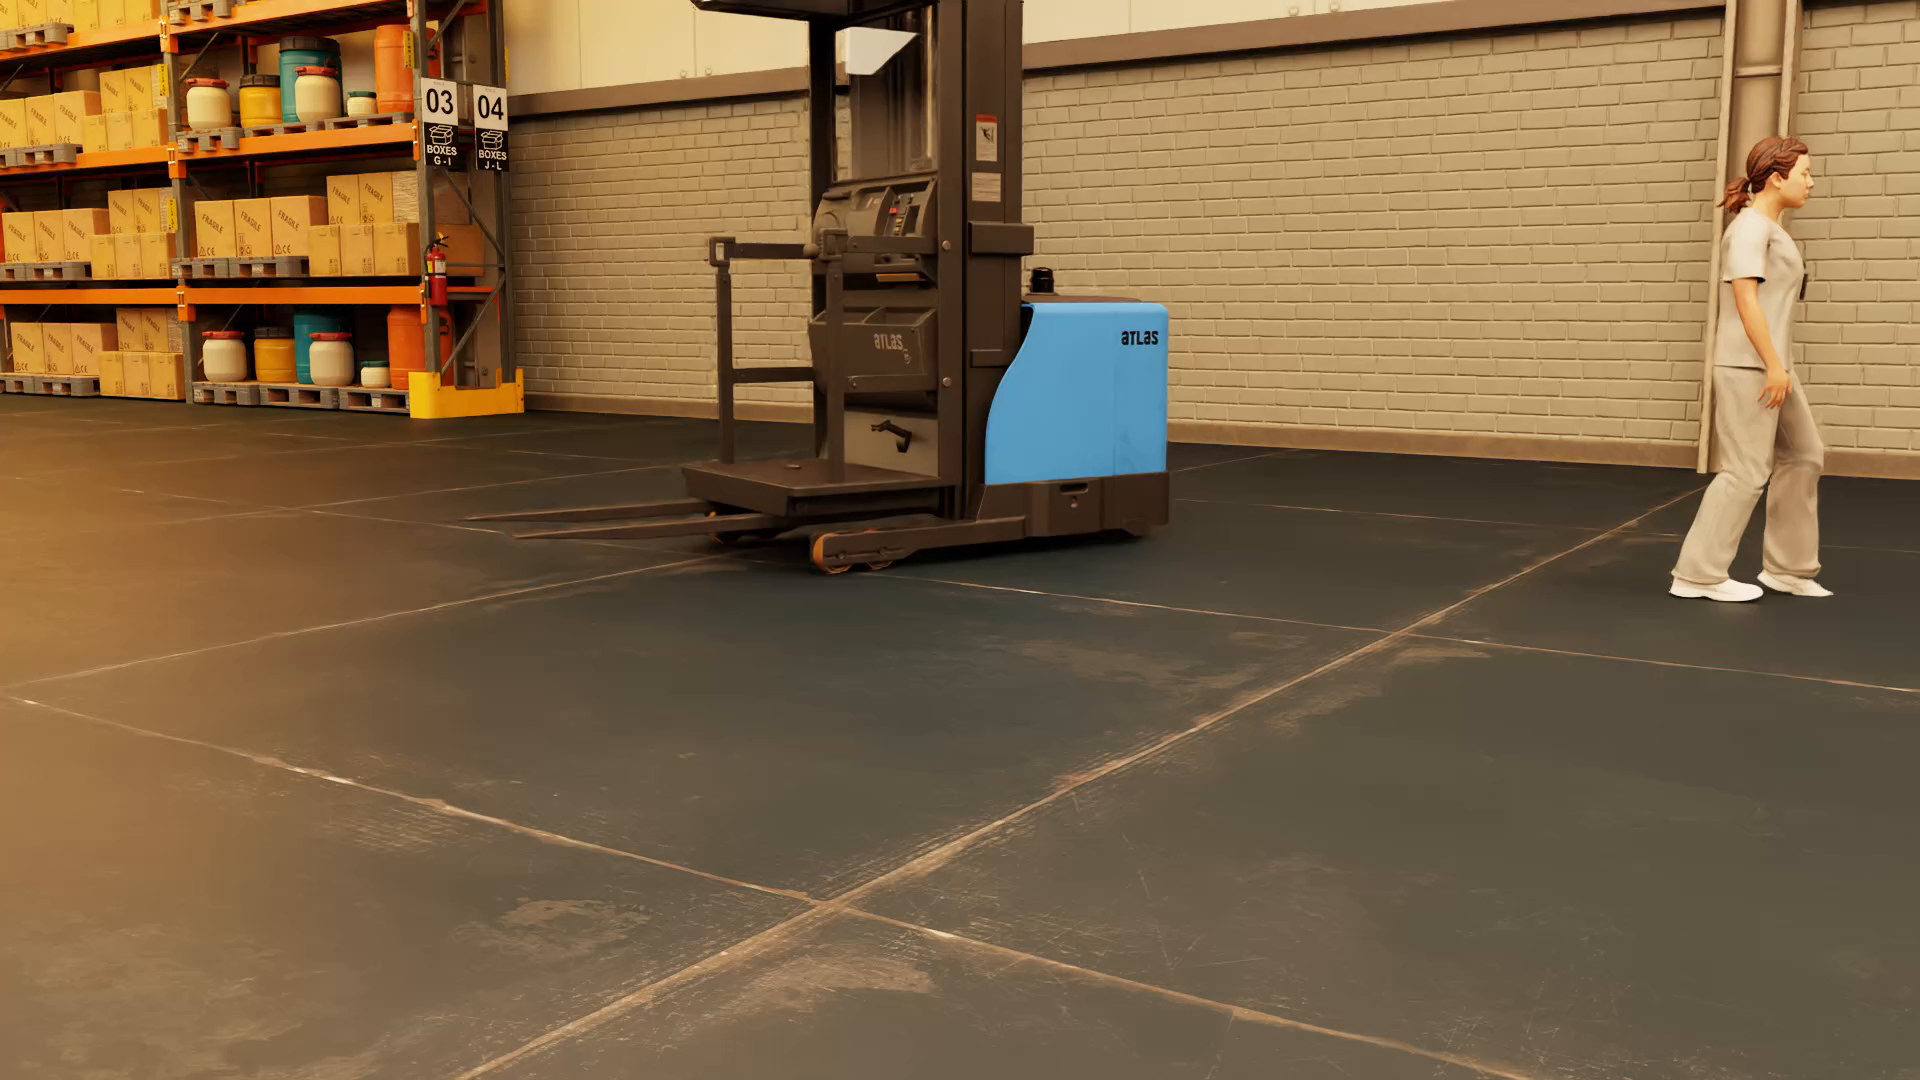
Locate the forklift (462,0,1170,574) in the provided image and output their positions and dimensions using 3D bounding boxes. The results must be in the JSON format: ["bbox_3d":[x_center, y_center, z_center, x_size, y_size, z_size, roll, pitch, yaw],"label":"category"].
[{"bbox_3d":[-0.549,-1.399,7.034,3.031,2.935,1.130,-5,10,-33],"label":"forklift"}]

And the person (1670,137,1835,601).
[{"bbox_3d":[2.909,-0.578,5.981,0.554,1.707,0.550,5,9,30],"label":"person"}]
